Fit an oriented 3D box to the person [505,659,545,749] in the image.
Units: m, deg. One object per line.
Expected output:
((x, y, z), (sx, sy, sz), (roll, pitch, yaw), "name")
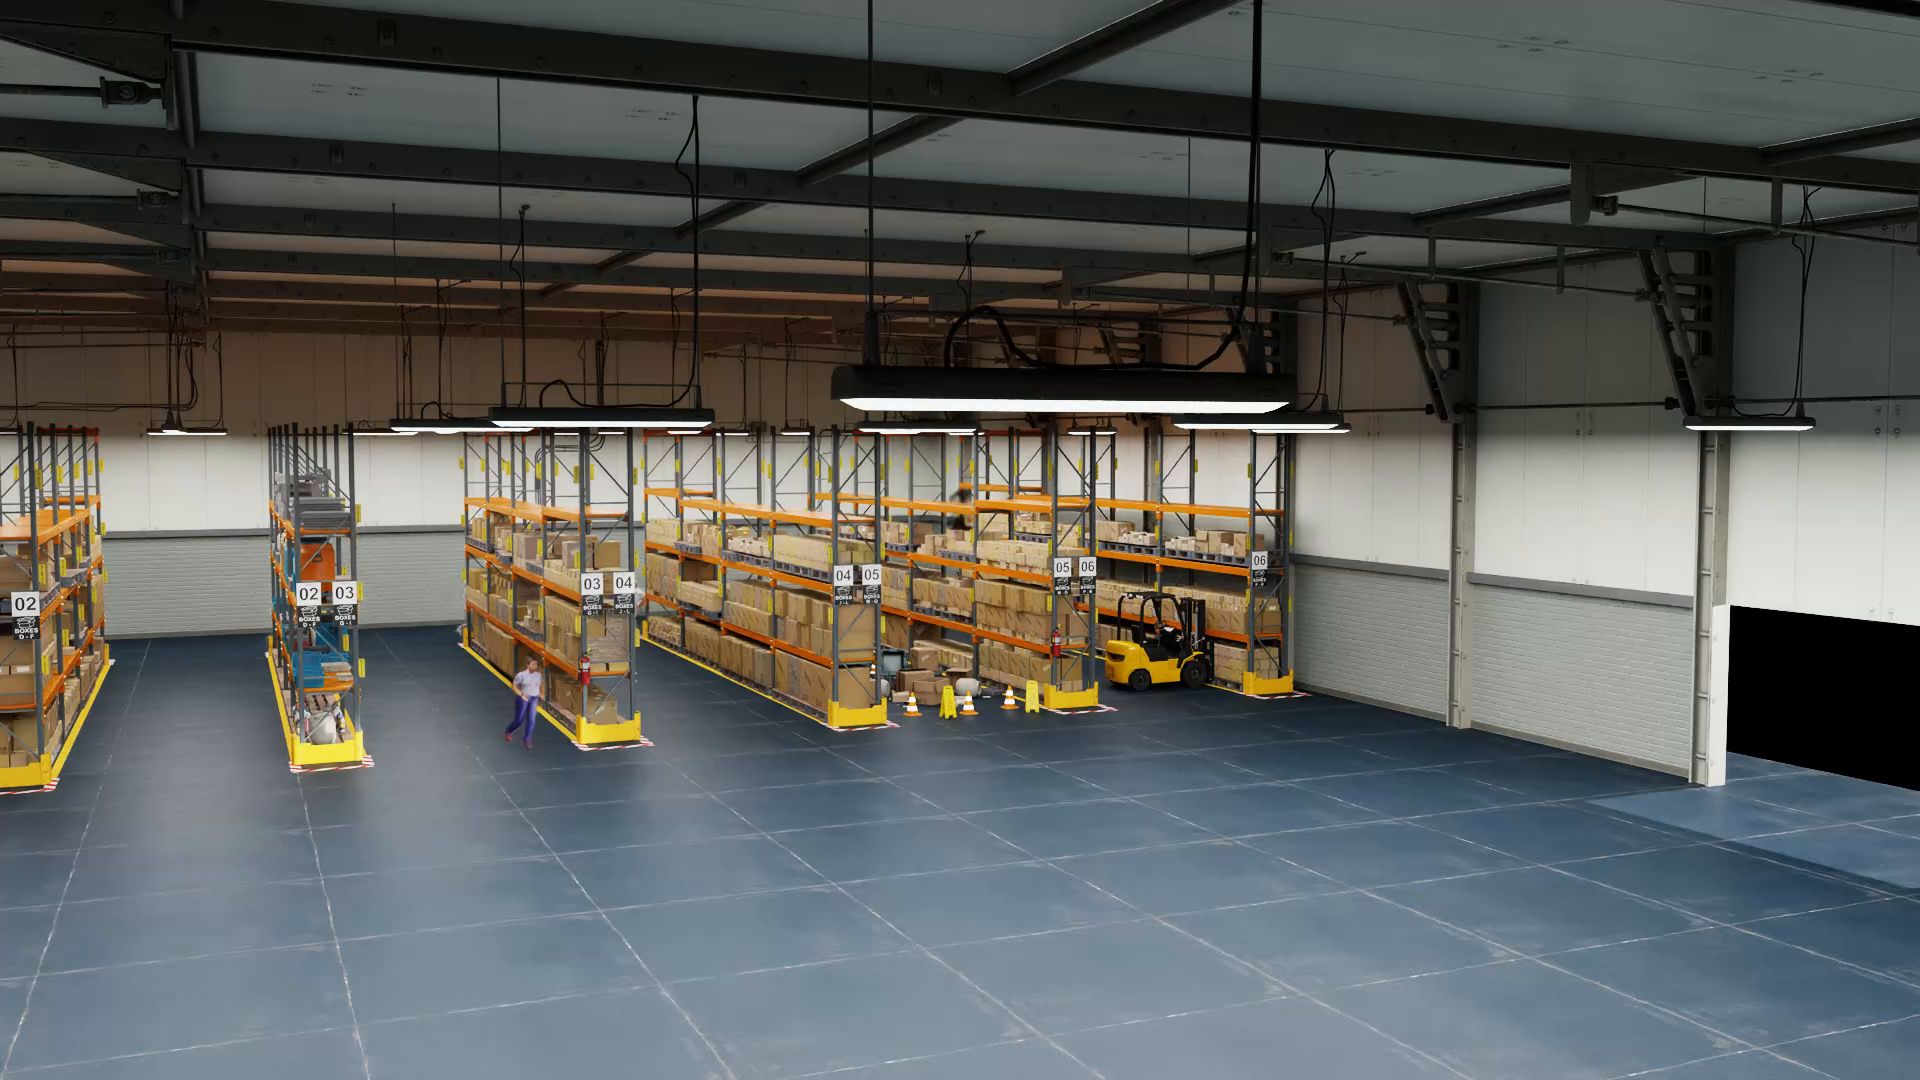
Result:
((-8.067, 3.071, 31.069), (0.703, 1.531, 0.780), (-3, 4, -37), "person")

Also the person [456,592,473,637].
((-13.832, 1.968, 47.097), (0.897, 1.748, 0.668), (-1, 4, -14), "person")

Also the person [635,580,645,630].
((-9.519, 1.967, 48.418), (0.665, 1.615, 0.542), (3, 5, 45), "person")
